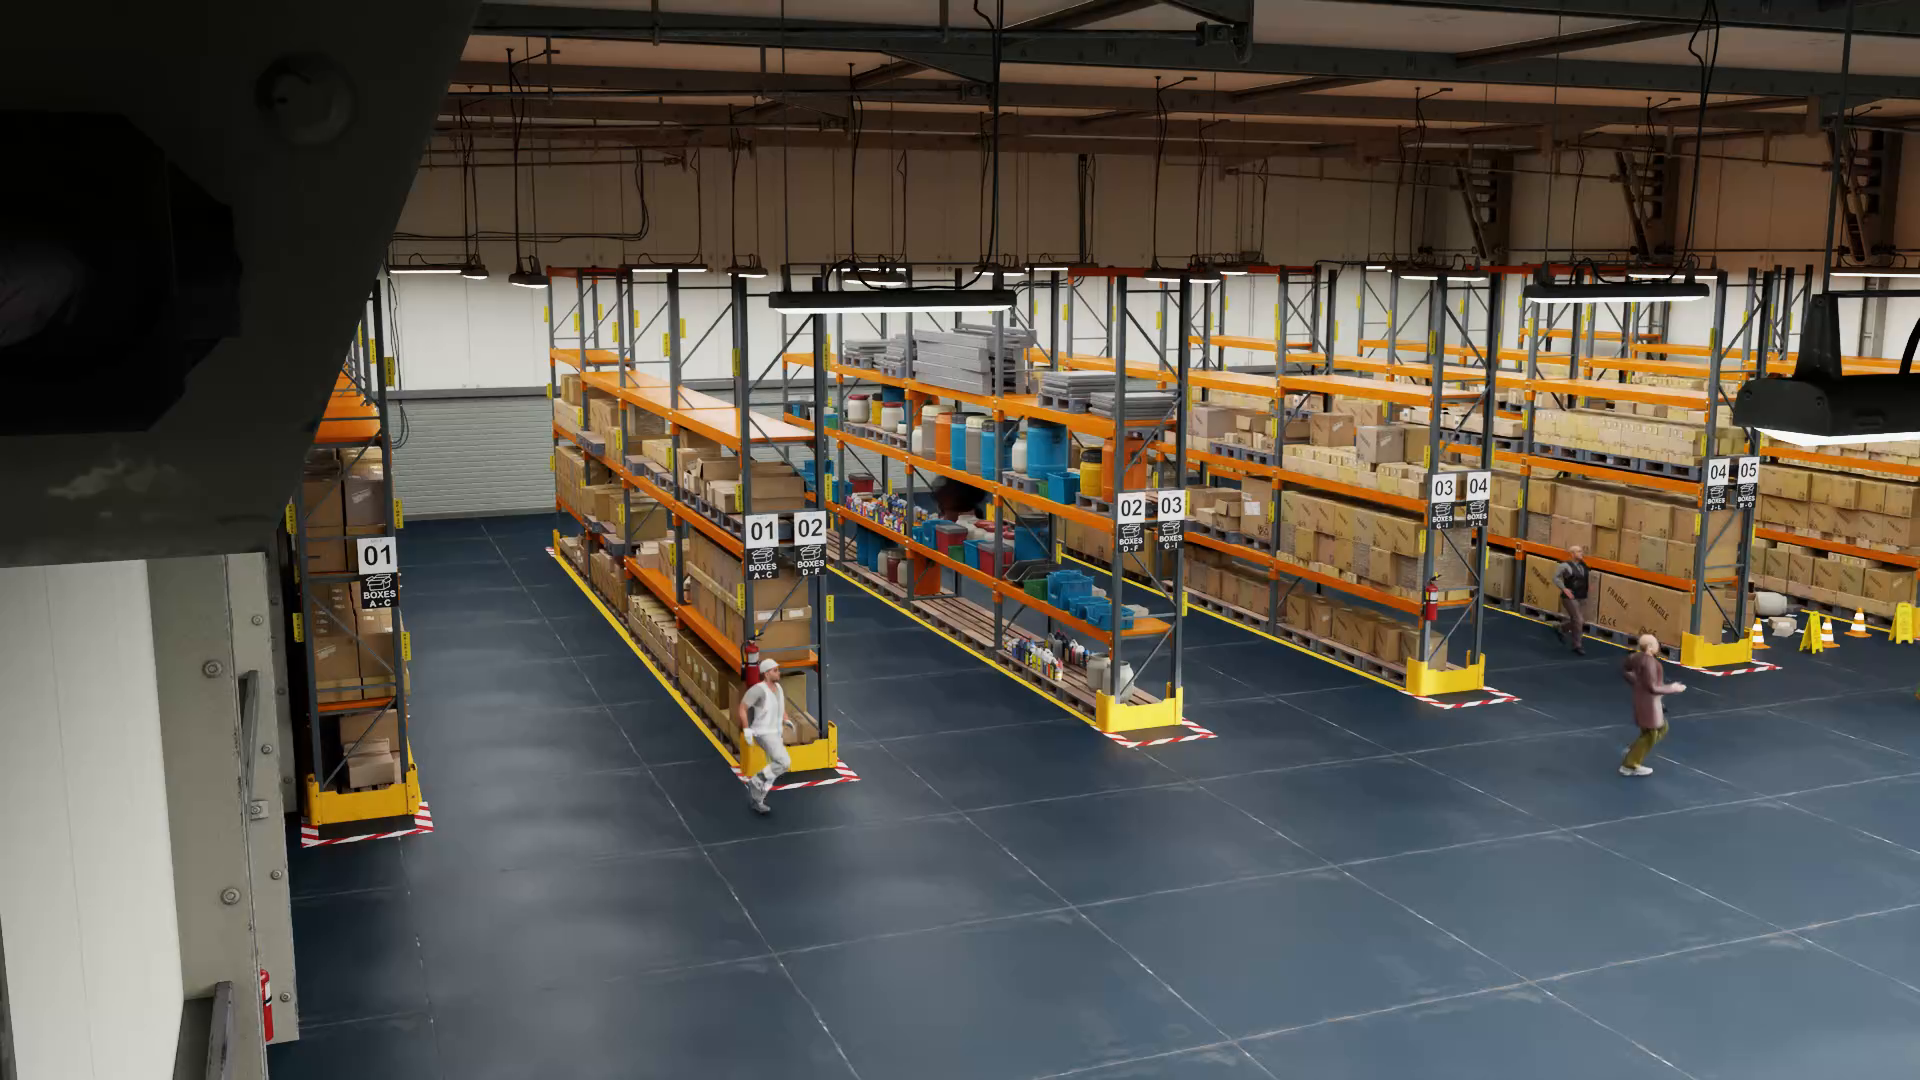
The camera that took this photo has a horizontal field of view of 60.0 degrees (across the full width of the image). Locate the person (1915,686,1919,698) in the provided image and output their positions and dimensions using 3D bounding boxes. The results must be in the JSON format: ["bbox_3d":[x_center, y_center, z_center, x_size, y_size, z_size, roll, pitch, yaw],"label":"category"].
[{"bbox_3d":[13.835,1.464,23.183,0.768,1.834,0.637,5,11,25],"label":"person"}]

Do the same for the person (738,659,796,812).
[{"bbox_3d":[-2.132,2.219,18.976,0.565,1.712,0.712,5,11,24],"label":"person"}]

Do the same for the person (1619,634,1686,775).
[{"bbox_3d":[8.380,2.000,20.126,0.665,1.758,0.695,1,10,8],"label":"person"}]

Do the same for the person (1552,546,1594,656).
[{"bbox_3d":[9.706,0.932,26.382,0.669,1.716,0.767,-6,11,-29],"label":"person"}]

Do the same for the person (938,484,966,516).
[{"bbox_3d":[-0.126,-0.333,33.938,0.504,1.644,0.711,-6,12,-31],"label":"person"}]
